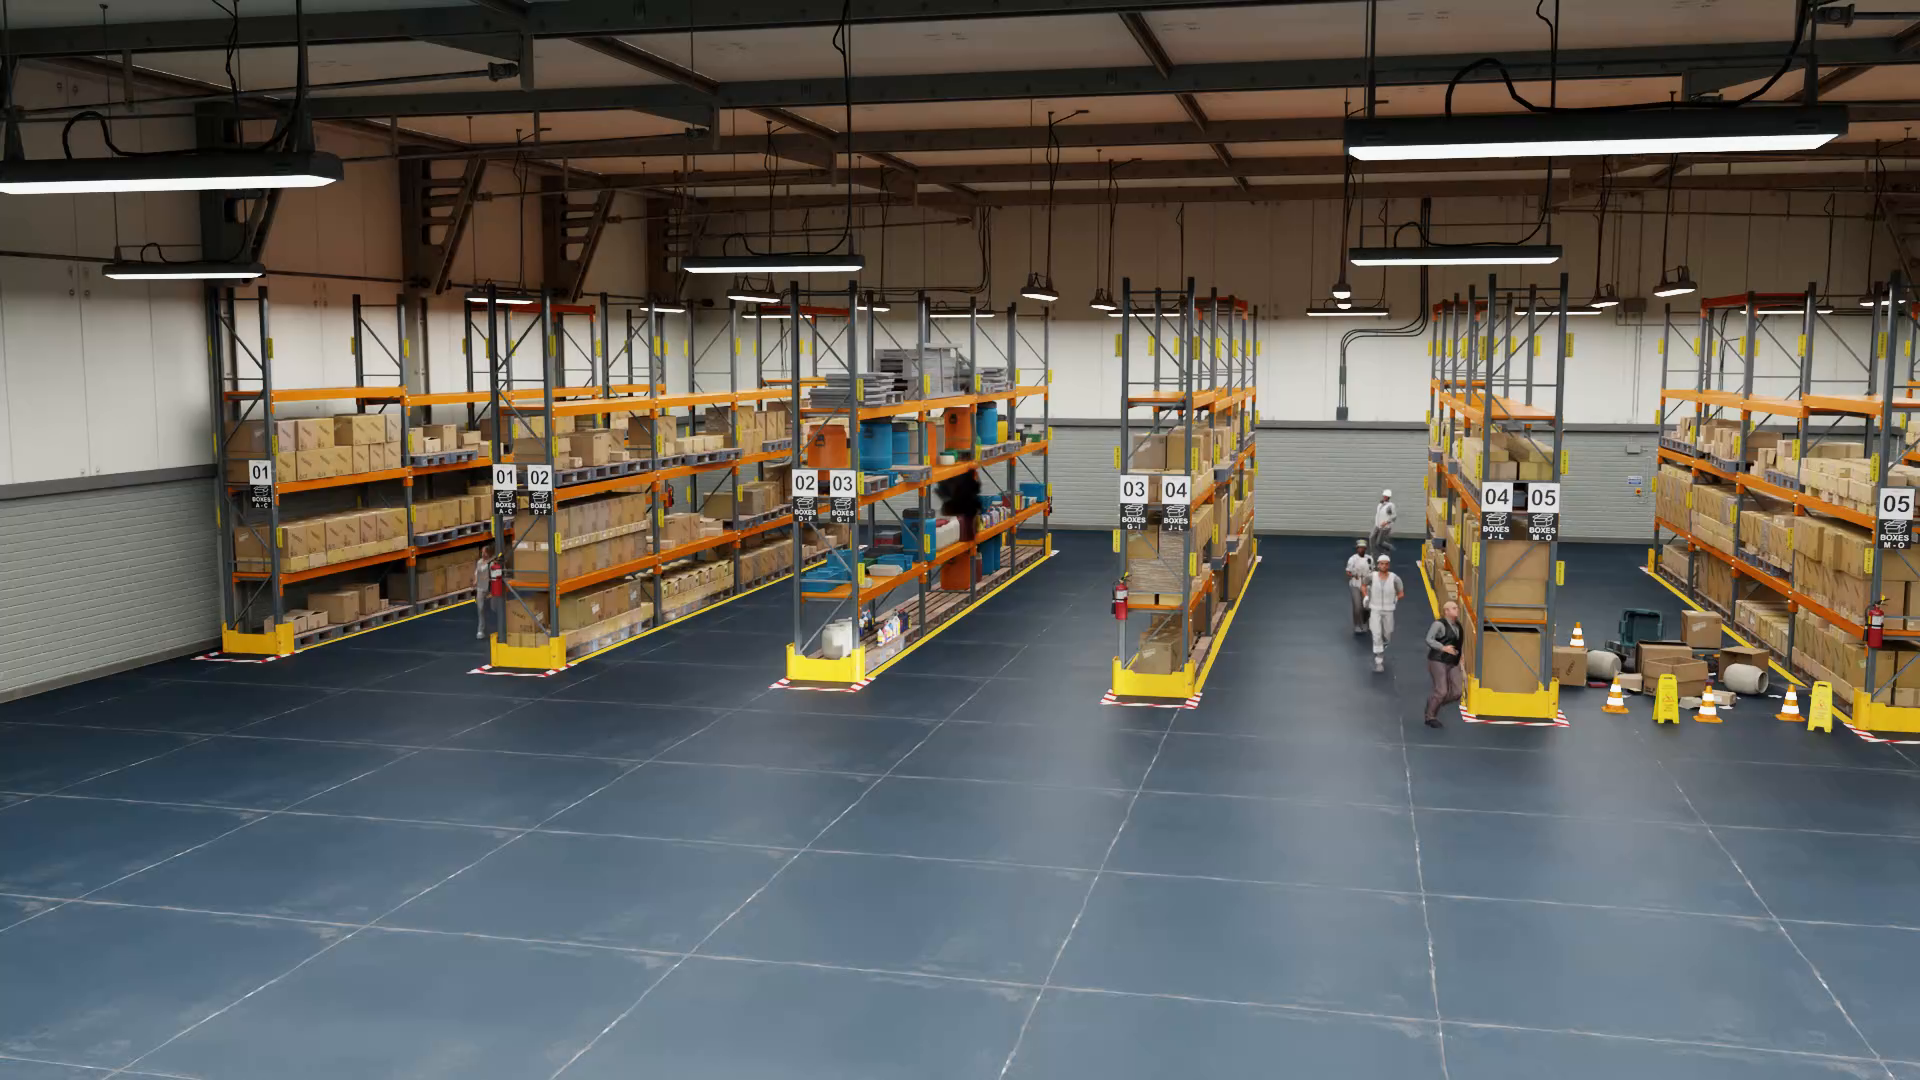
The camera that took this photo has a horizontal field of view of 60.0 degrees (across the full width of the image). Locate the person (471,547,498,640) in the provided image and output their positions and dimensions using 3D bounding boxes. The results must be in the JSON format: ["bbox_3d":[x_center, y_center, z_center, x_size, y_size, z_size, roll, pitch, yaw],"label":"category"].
[{"bbox_3d":[-8.229,0.901,28.875,0.547,1.570,0.822,1,7,6],"label":"person"}]

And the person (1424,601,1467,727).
[{"bbox_3d":[6.524,1.645,22.014,0.673,1.671,0.597,-3,7,-28],"label":"person"}]

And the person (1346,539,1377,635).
[{"bbox_3d":[7.054,0.828,29.134,0.558,1.695,0.623,1,7,5],"label":"person"}]

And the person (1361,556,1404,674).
[{"bbox_3d":[6.610,1.138,26.044,0.656,1.787,0.936,1,7,11],"label":"person"}]

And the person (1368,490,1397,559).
[{"bbox_3d":[10.083,-0.344,39.430,0.631,1.703,0.754,-3,7,-26],"label":"person"}]
